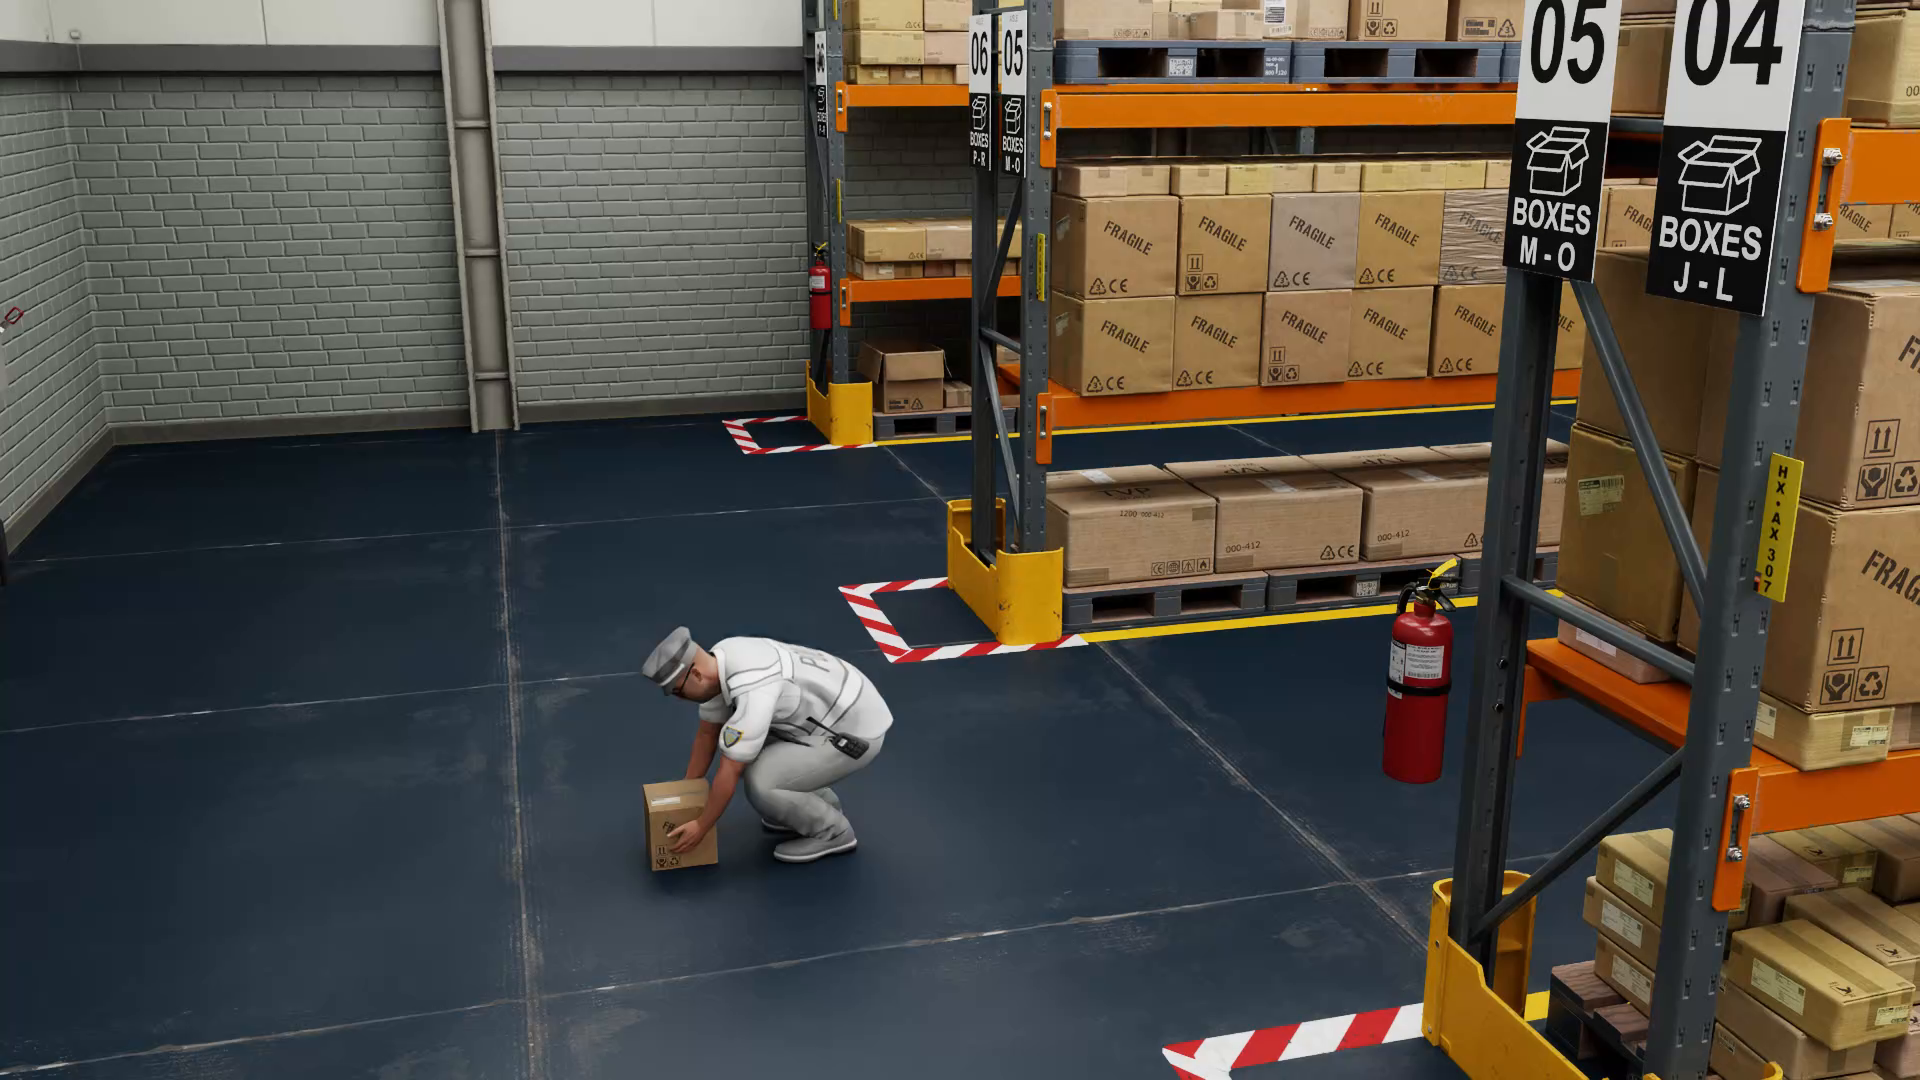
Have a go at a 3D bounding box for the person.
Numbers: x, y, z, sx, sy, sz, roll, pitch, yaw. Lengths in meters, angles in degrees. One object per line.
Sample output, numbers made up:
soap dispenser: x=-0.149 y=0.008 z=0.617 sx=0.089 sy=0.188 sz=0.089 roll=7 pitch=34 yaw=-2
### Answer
person: x=-0.736 y=0.747 z=6.386 sx=0.954 sy=0.942 sz=0.564 roll=-4 pitch=16 yaw=-15
